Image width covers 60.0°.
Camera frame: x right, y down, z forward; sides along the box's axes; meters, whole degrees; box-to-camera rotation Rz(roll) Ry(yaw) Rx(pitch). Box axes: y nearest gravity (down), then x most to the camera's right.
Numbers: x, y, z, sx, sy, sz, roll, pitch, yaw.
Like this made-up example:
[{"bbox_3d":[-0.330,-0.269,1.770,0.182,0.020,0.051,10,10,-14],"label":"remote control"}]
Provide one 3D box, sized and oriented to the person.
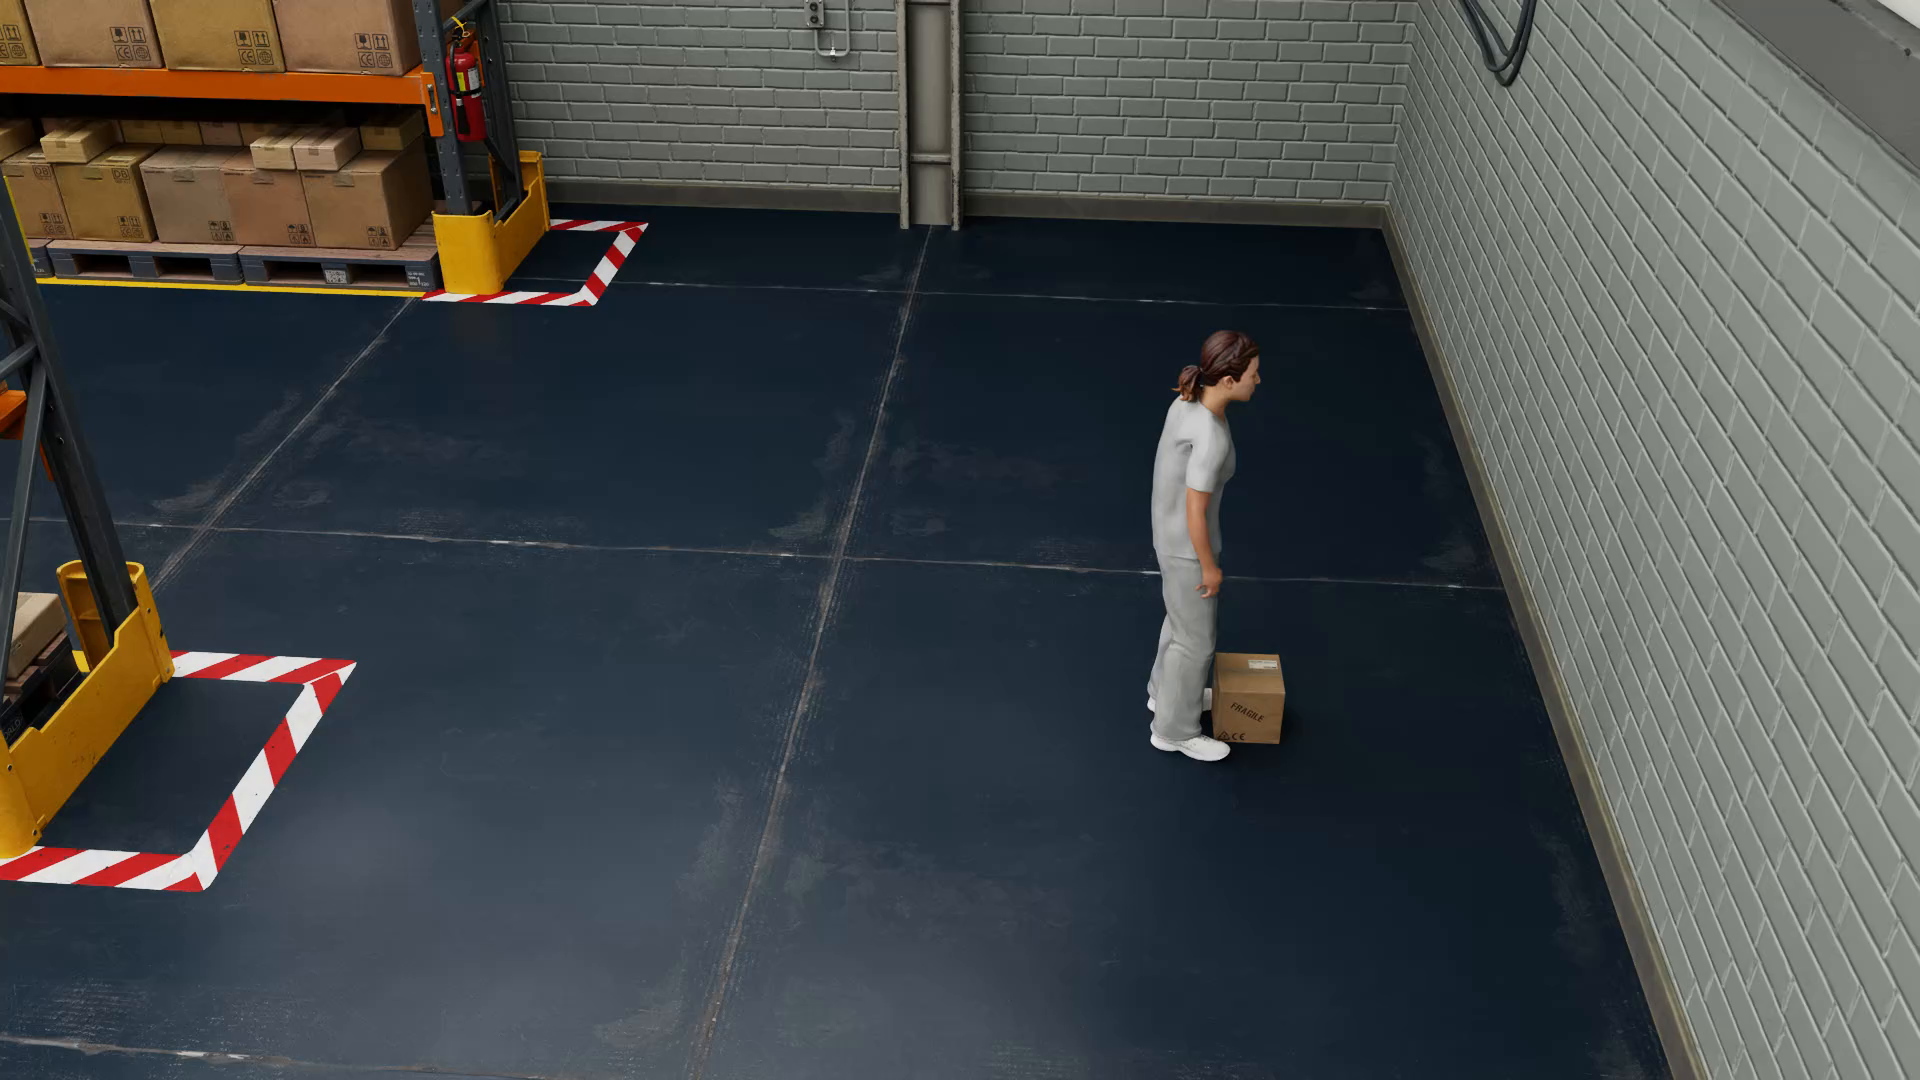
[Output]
[{"bbox_3d":[0.877,0.008,6.125,0.344,1.672,0.502,2,32,3],"label":"person"}]
